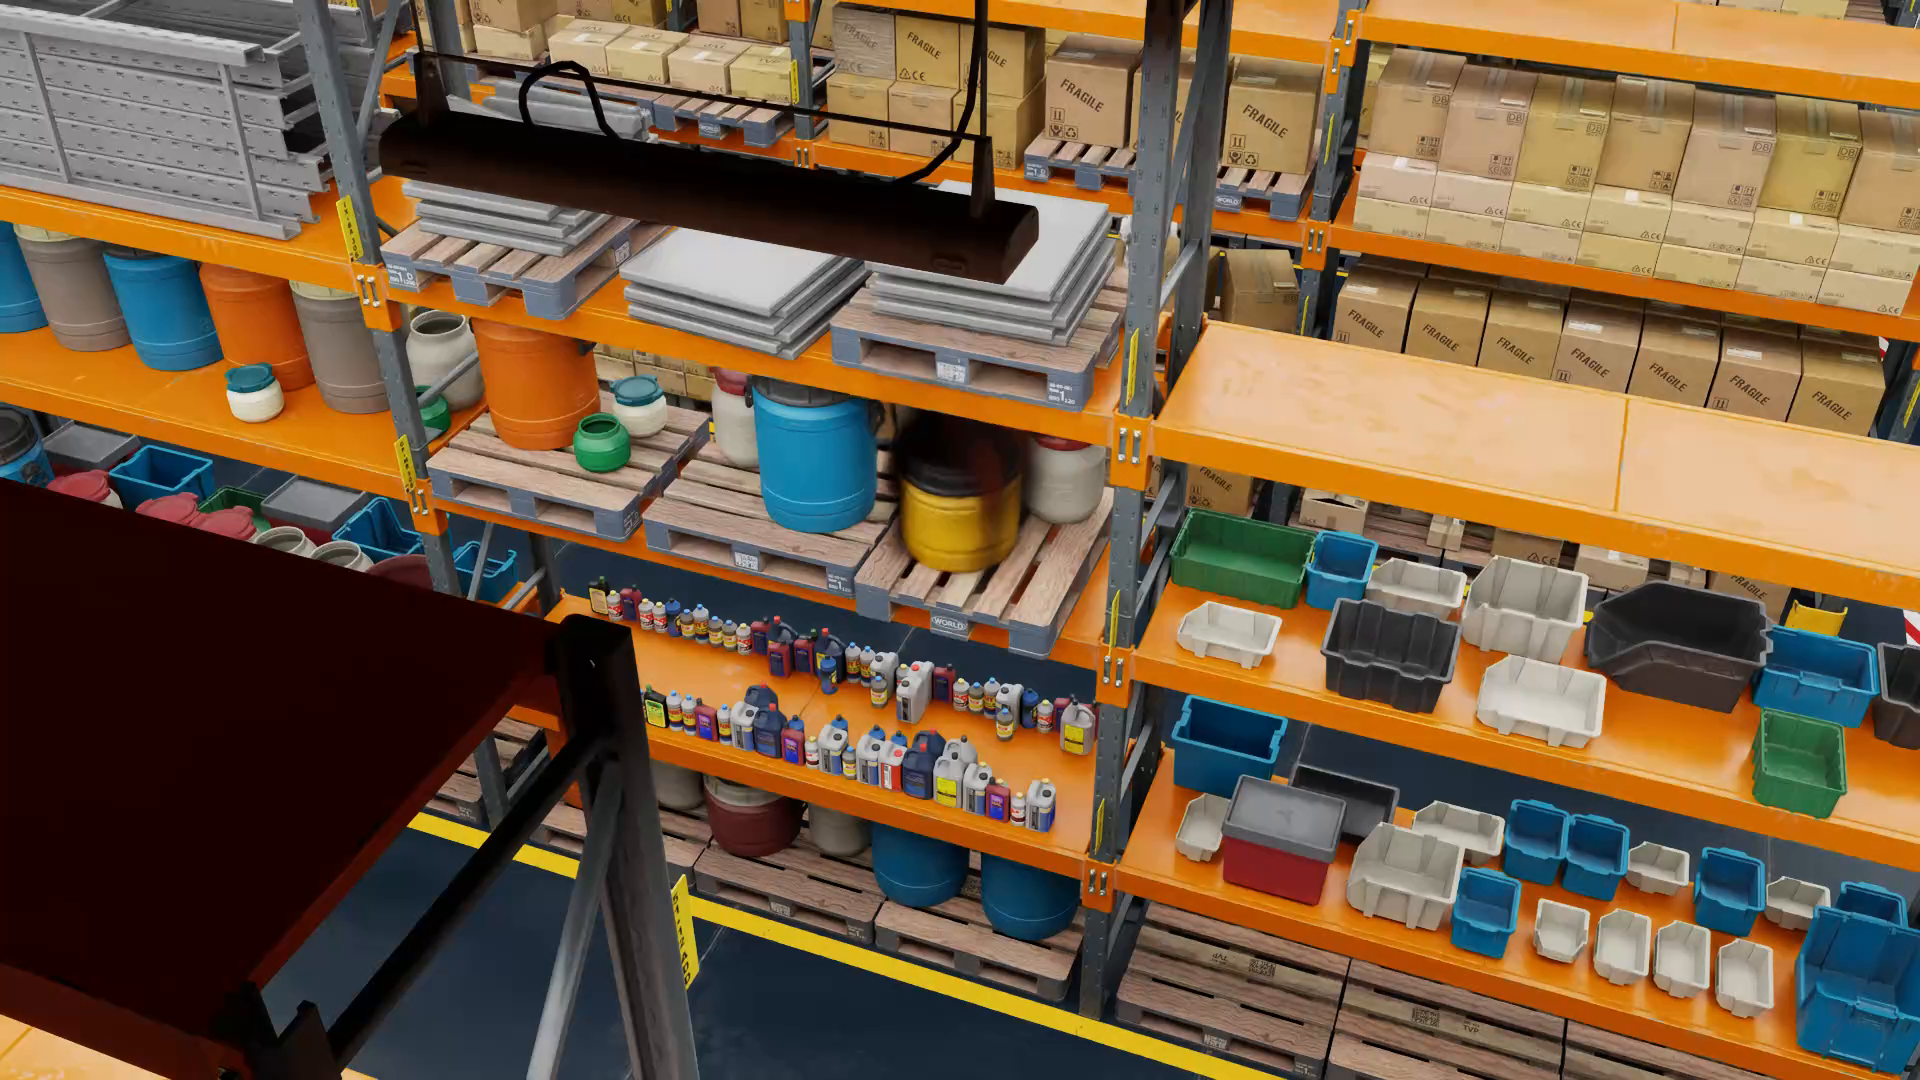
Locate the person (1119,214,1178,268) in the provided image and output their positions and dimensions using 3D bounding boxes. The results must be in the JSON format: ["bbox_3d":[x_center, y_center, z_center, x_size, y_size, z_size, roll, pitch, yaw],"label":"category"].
[{"bbox_3d":[1.682,-2.443,15.184,0.521,1.767,0.574,-21,41,-26],"label":"person"}]

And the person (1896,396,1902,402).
[{"bbox_3d":[8.851,-1.673,14.212,1.044,1.662,0.626,9,37,12],"label":"person"}]
